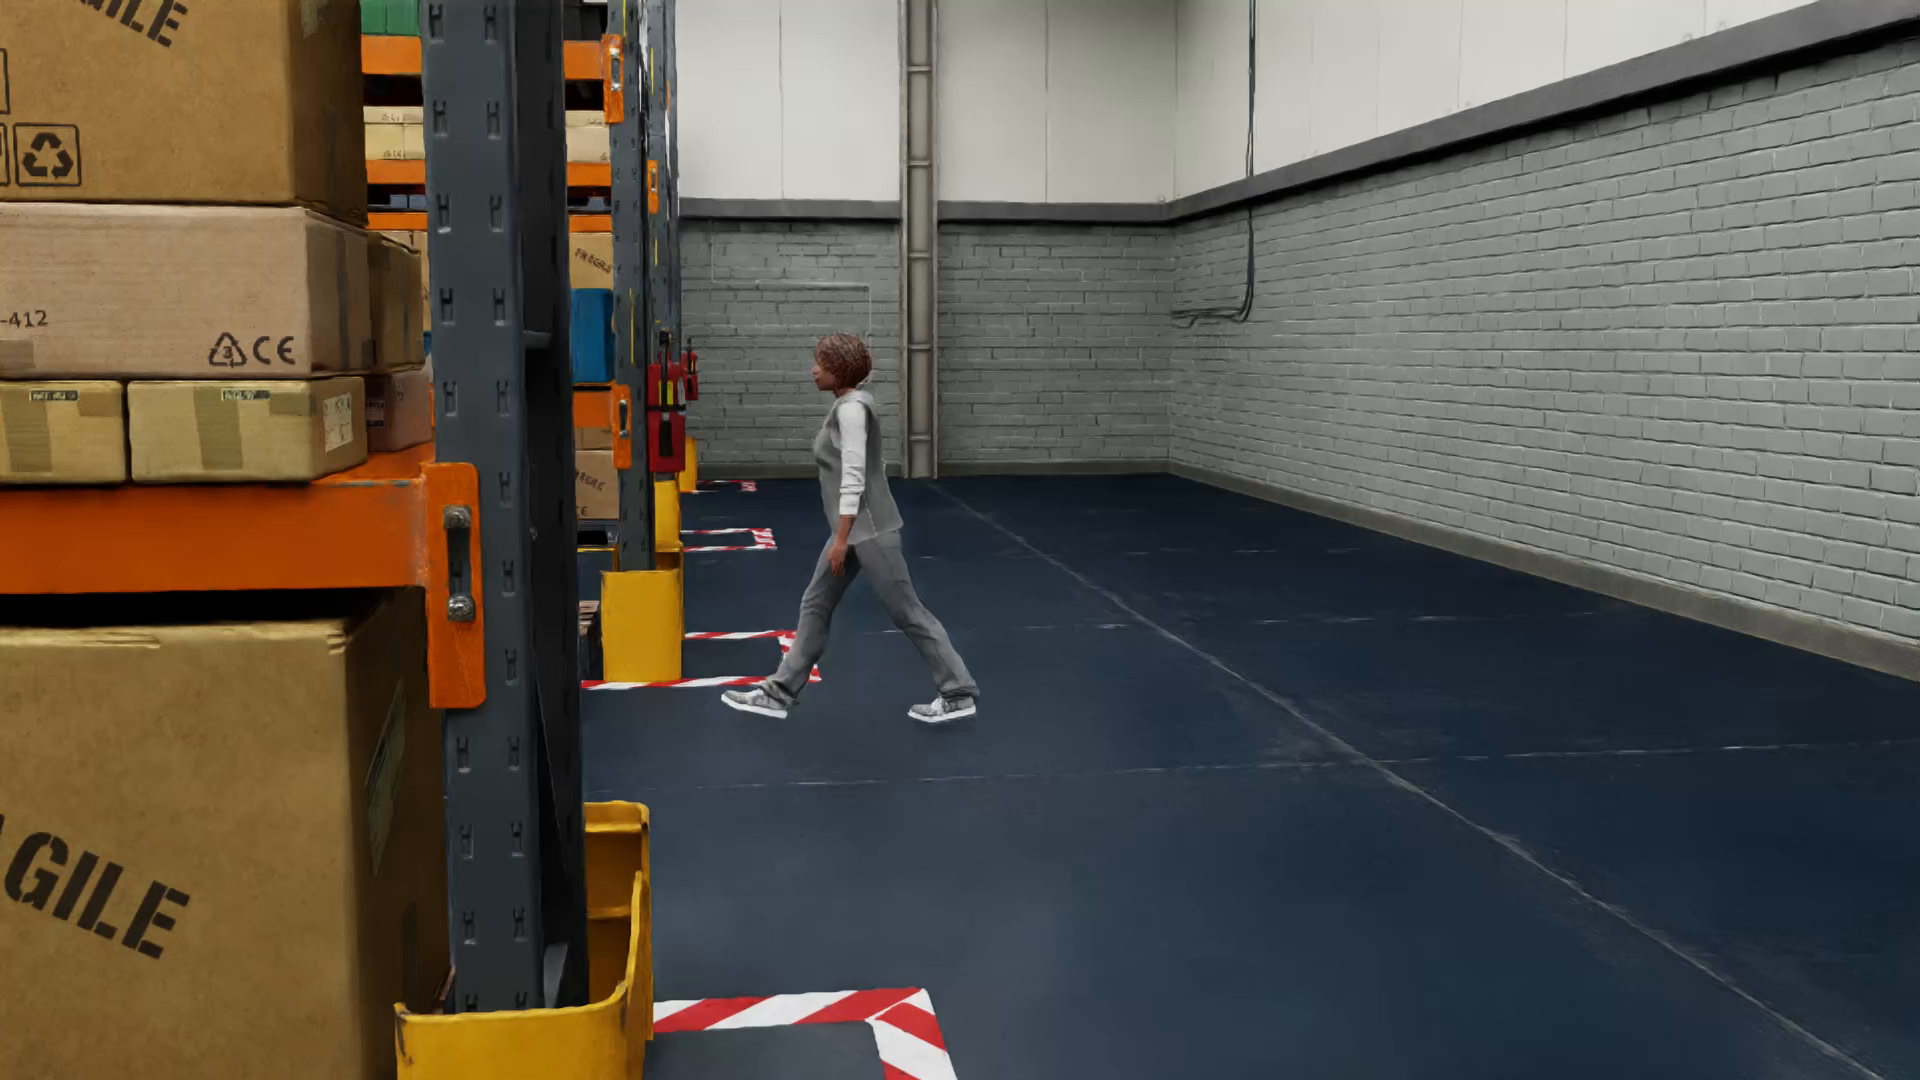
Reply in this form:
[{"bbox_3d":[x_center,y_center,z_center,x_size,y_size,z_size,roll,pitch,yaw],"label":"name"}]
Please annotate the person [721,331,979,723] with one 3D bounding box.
[{"bbox_3d":[-0.426,-0.041,6.424,1.009,1.516,0.428,-1,7,-8],"label":"person"}]
